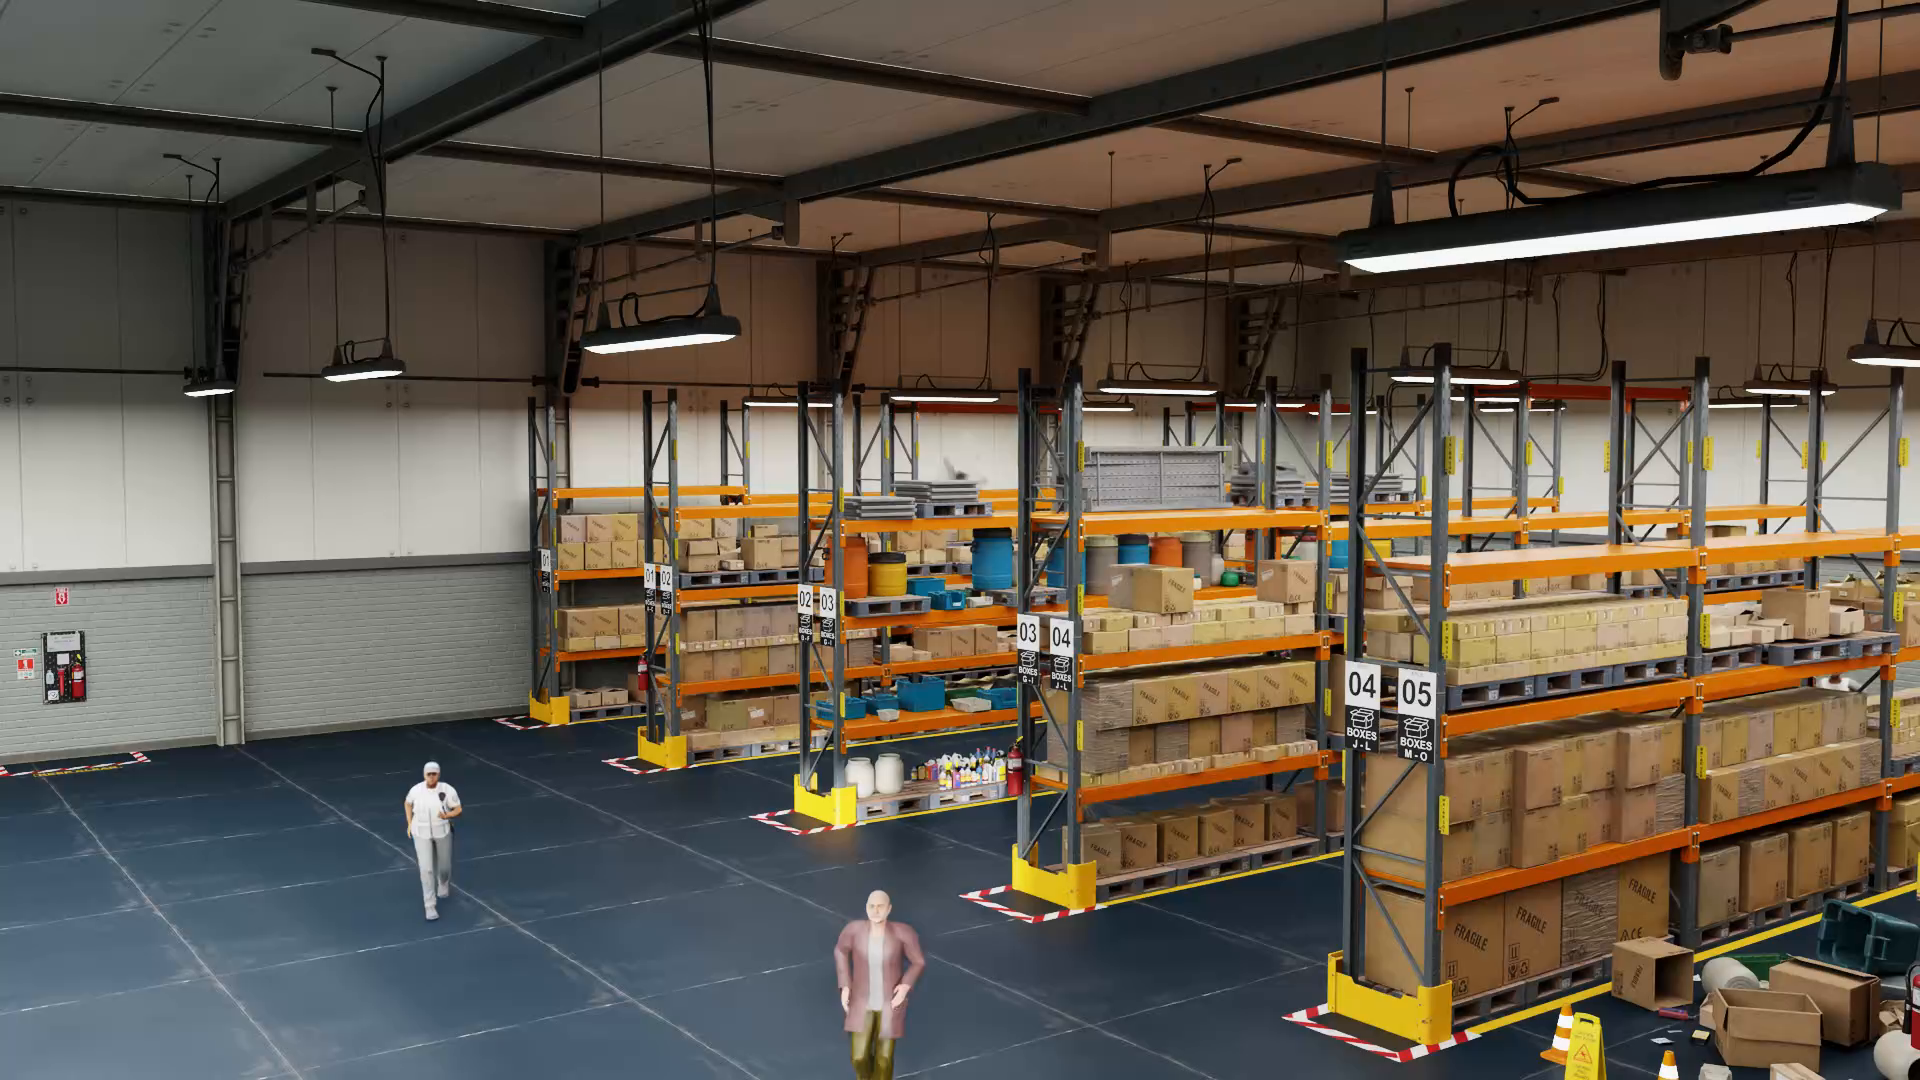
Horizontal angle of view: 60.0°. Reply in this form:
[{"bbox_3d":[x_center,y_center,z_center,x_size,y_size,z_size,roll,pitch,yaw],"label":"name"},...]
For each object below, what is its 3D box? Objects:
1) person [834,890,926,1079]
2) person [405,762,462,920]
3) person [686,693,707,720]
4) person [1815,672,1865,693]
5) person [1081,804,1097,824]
[{"bbox_3d":[-0.623,3.543,12.666,0.723,1.746,0.573,0,3,2],"label":"person"},{"bbox_3d":[-5.774,3.240,18.247,0.607,1.650,0.906,-1,4,-16],"label":"person"},{"bbox_3d":[-4.536,2.626,28.688,0.885,1.682,0.562,-3,5,-42],"label":"person"},{"bbox_3d":[13.518,2.776,25.664,0.642,1.841,0.715,-3,5,-42],"label":"person"},{"bbox_3d":[1.576,3.032,21.358,0.702,1.801,0.672,-3,4,-40],"label":"person"}]
